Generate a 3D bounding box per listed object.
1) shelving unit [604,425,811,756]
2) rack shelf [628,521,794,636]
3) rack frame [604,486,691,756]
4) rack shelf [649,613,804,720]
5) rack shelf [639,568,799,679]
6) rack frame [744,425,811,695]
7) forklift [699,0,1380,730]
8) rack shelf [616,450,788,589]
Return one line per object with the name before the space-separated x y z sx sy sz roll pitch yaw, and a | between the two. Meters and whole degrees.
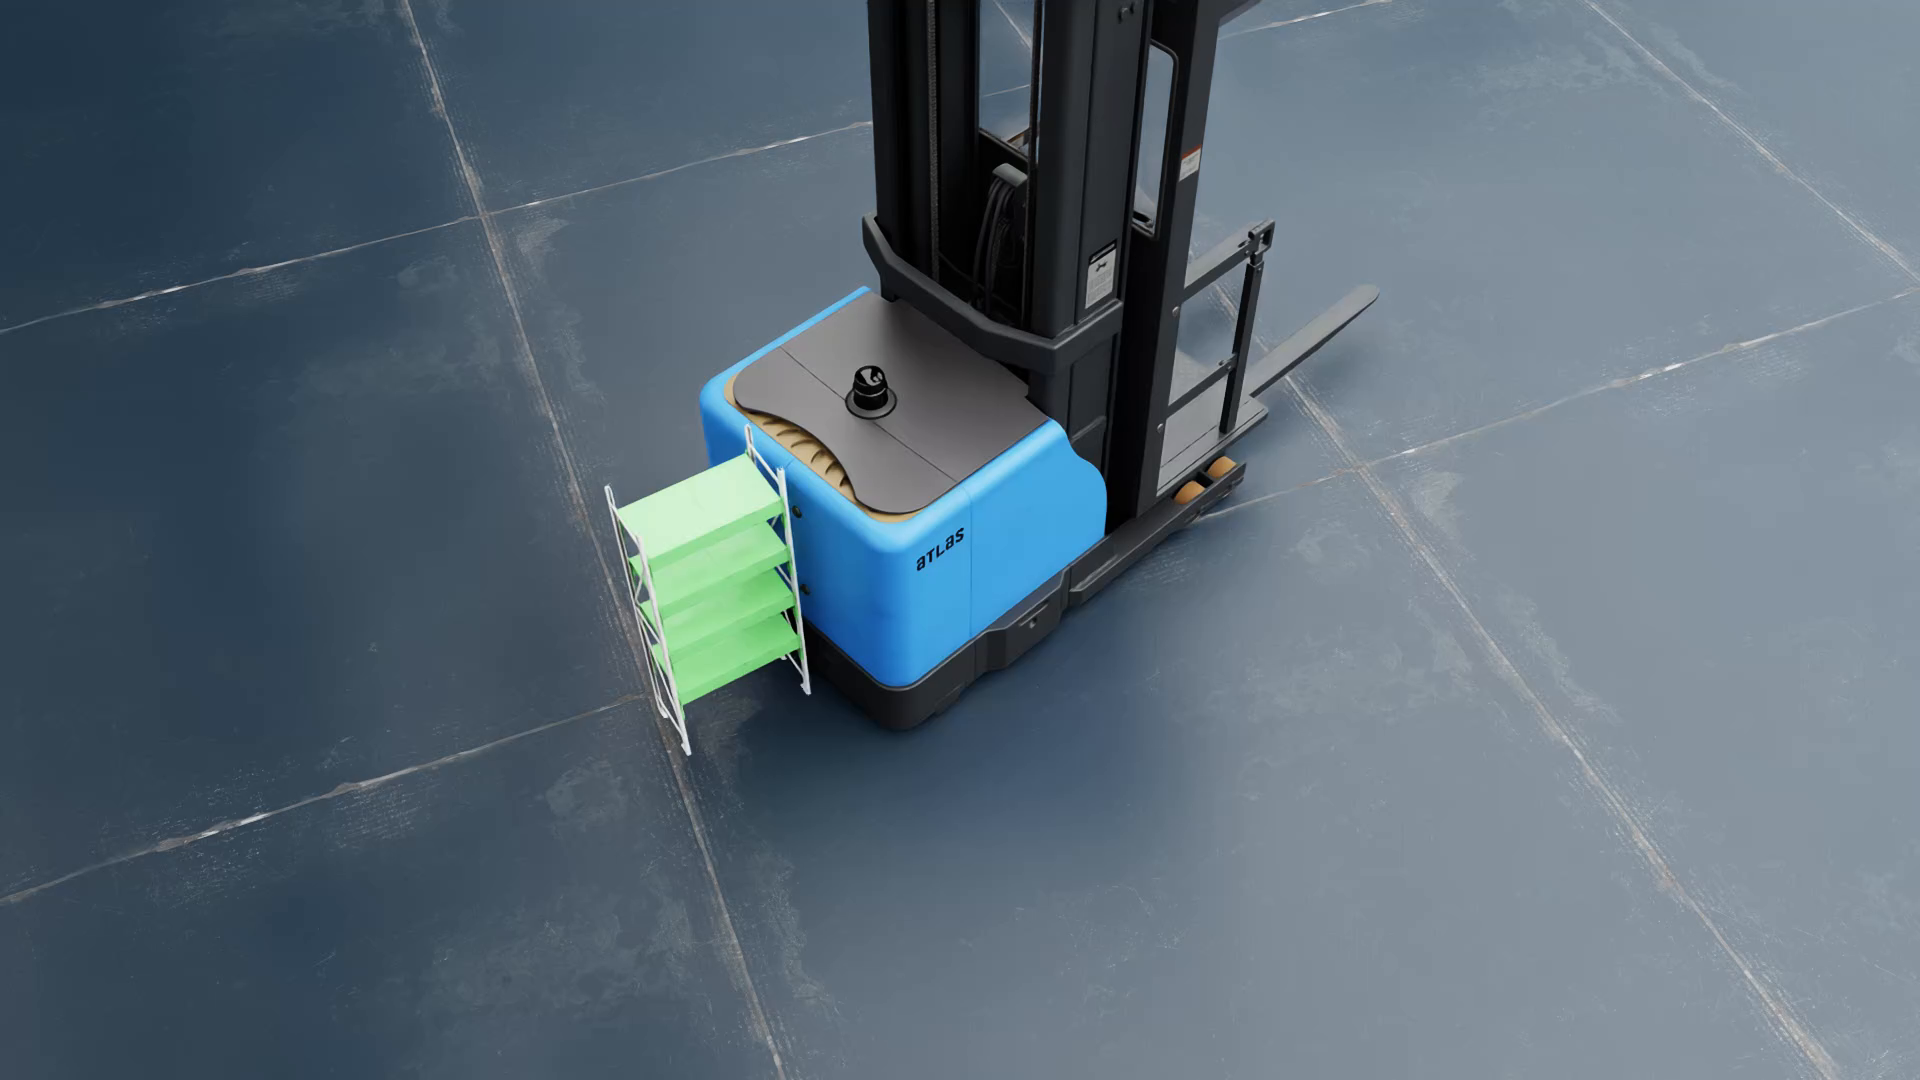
shelving unit | -0.825 0.200 5.627 0.503 1.200 0.258 -26 54 -20
rack shelf | -0.825 0.086 5.493 0.480 0.148 0.258 -26 54 -20
rack frame | -1.030 0.300 5.542 0.015 1.200 0.240 -26 54 -20
rack shelf | -0.824 0.398 5.858 0.480 0.148 0.258 -26 54 -20
rack shelf | -0.825 0.242 5.675 0.480 0.148 0.258 -26 54 -20
rack frame | -0.619 0.100 5.712 0.015 1.200 0.240 -26 54 -20
forklift | 0.508 -1.282 5.760 3.031 2.935 1.130 -36 58 -27
rack shelf | -0.825 -0.070 5.311 0.480 0.148 0.258 -26 54 -20
